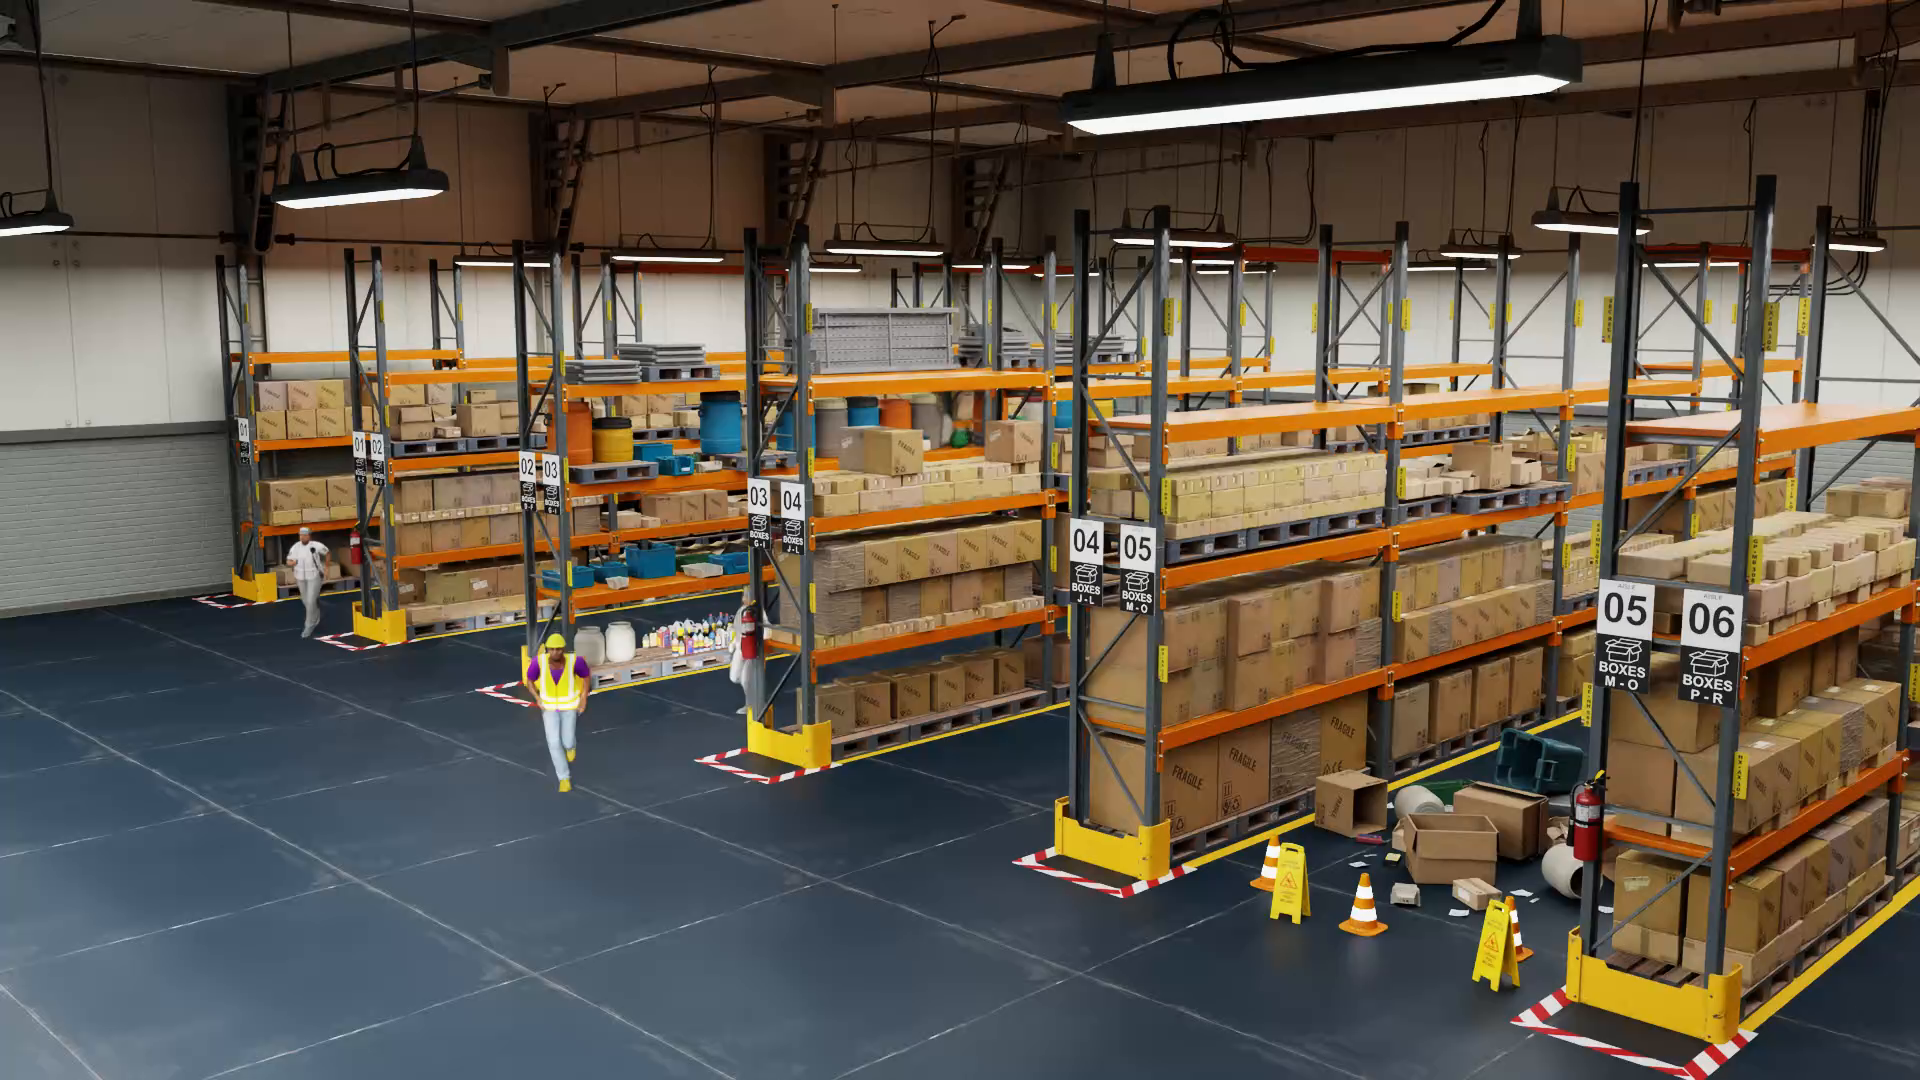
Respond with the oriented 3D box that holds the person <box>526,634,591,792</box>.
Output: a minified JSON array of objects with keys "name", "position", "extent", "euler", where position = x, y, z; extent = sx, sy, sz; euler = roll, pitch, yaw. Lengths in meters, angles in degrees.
[{"name":"person","position":[-4.323,1.802,17.964],"extent":[0.672,1.707,0.872],"euler":[-1,8,-5]}]

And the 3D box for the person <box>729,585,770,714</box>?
[{"name":"person","position":[-2.672,1.381,21.095],"extent":[0.629,1.652,0.555],"euler":[6,10,37]}]

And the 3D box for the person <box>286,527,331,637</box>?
[{"name":"person","position":[-10.256,0.623,26.206],"extent":[0.590,1.680,0.909],"euler":[0,8,1]}]

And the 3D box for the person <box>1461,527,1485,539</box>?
[{"name":"person","position":[8.506,0.440,27.480],"extent":[0.662,1.676,0.800],"euler":[7,11,42]}]
